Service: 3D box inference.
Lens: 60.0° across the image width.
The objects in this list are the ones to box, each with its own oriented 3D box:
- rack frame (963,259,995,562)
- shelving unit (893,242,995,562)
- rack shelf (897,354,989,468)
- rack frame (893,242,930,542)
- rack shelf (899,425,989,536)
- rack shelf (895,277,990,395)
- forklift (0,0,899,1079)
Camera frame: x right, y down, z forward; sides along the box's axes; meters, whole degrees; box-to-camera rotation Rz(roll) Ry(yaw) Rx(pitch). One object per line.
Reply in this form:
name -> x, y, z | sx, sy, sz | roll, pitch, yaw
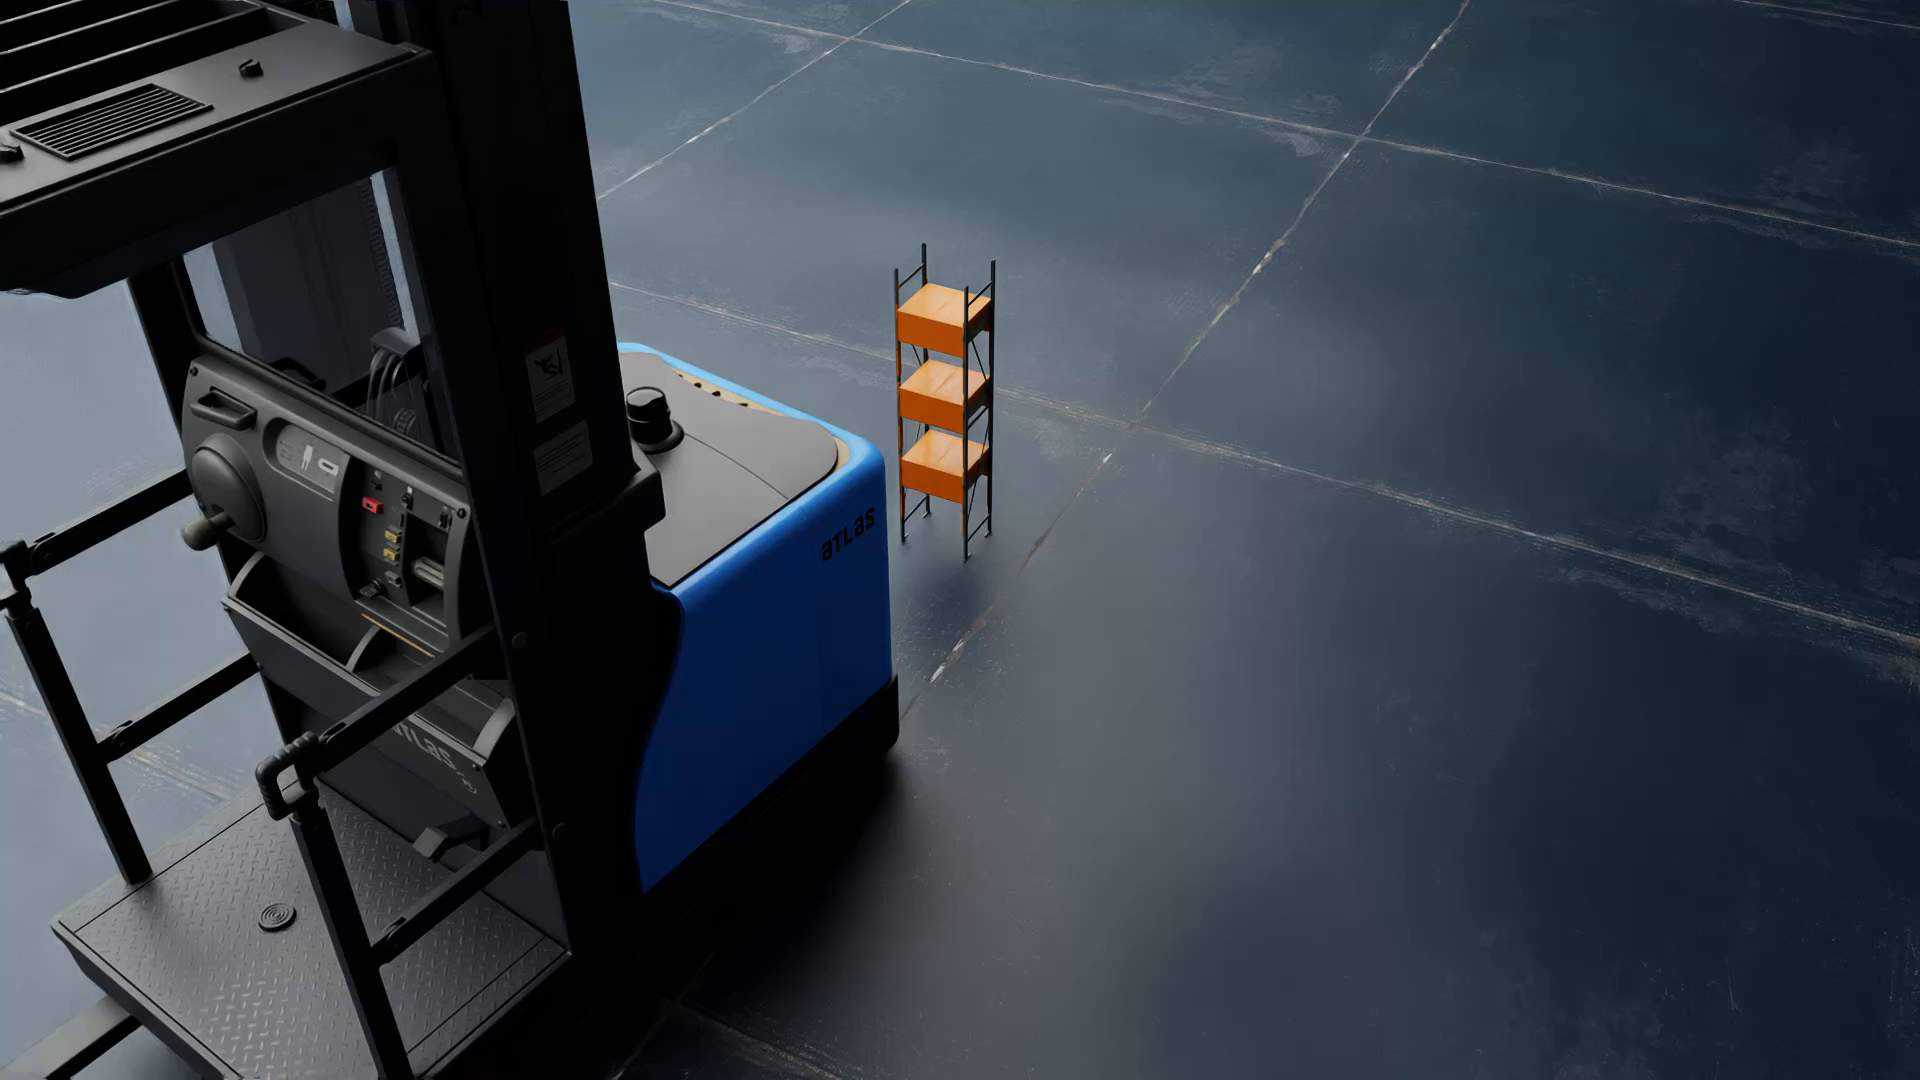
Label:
rack frame -> 0.061, -0.399, 5.407 | 0.008, 1.050, 0.200 | 17, 41, 21
shelving unit -> -0.048, -0.433, 5.452 | 0.252, 1.050, 0.215 | 17, 41, 21
rack shelf -> -0.048, -0.425, 5.459 | 0.240, 0.259, 0.215 | 17, 41, 21
rack frame -> -0.156, -0.467, 5.497 | 0.008, 1.050, 0.200 | 17, 41, 21
rack shelf -> -0.048, -0.203, 5.627 | 0.240, 0.259, 0.215 | 17, 41, 21
rack shelf -> -0.048, -0.651, 5.287 | 0.240, 0.259, 0.215 | 17, 41, 21
forklift -> -1.458, -0.010, 3.340 | 1.130, 2.935, 3.031 | 24, 43, 28
